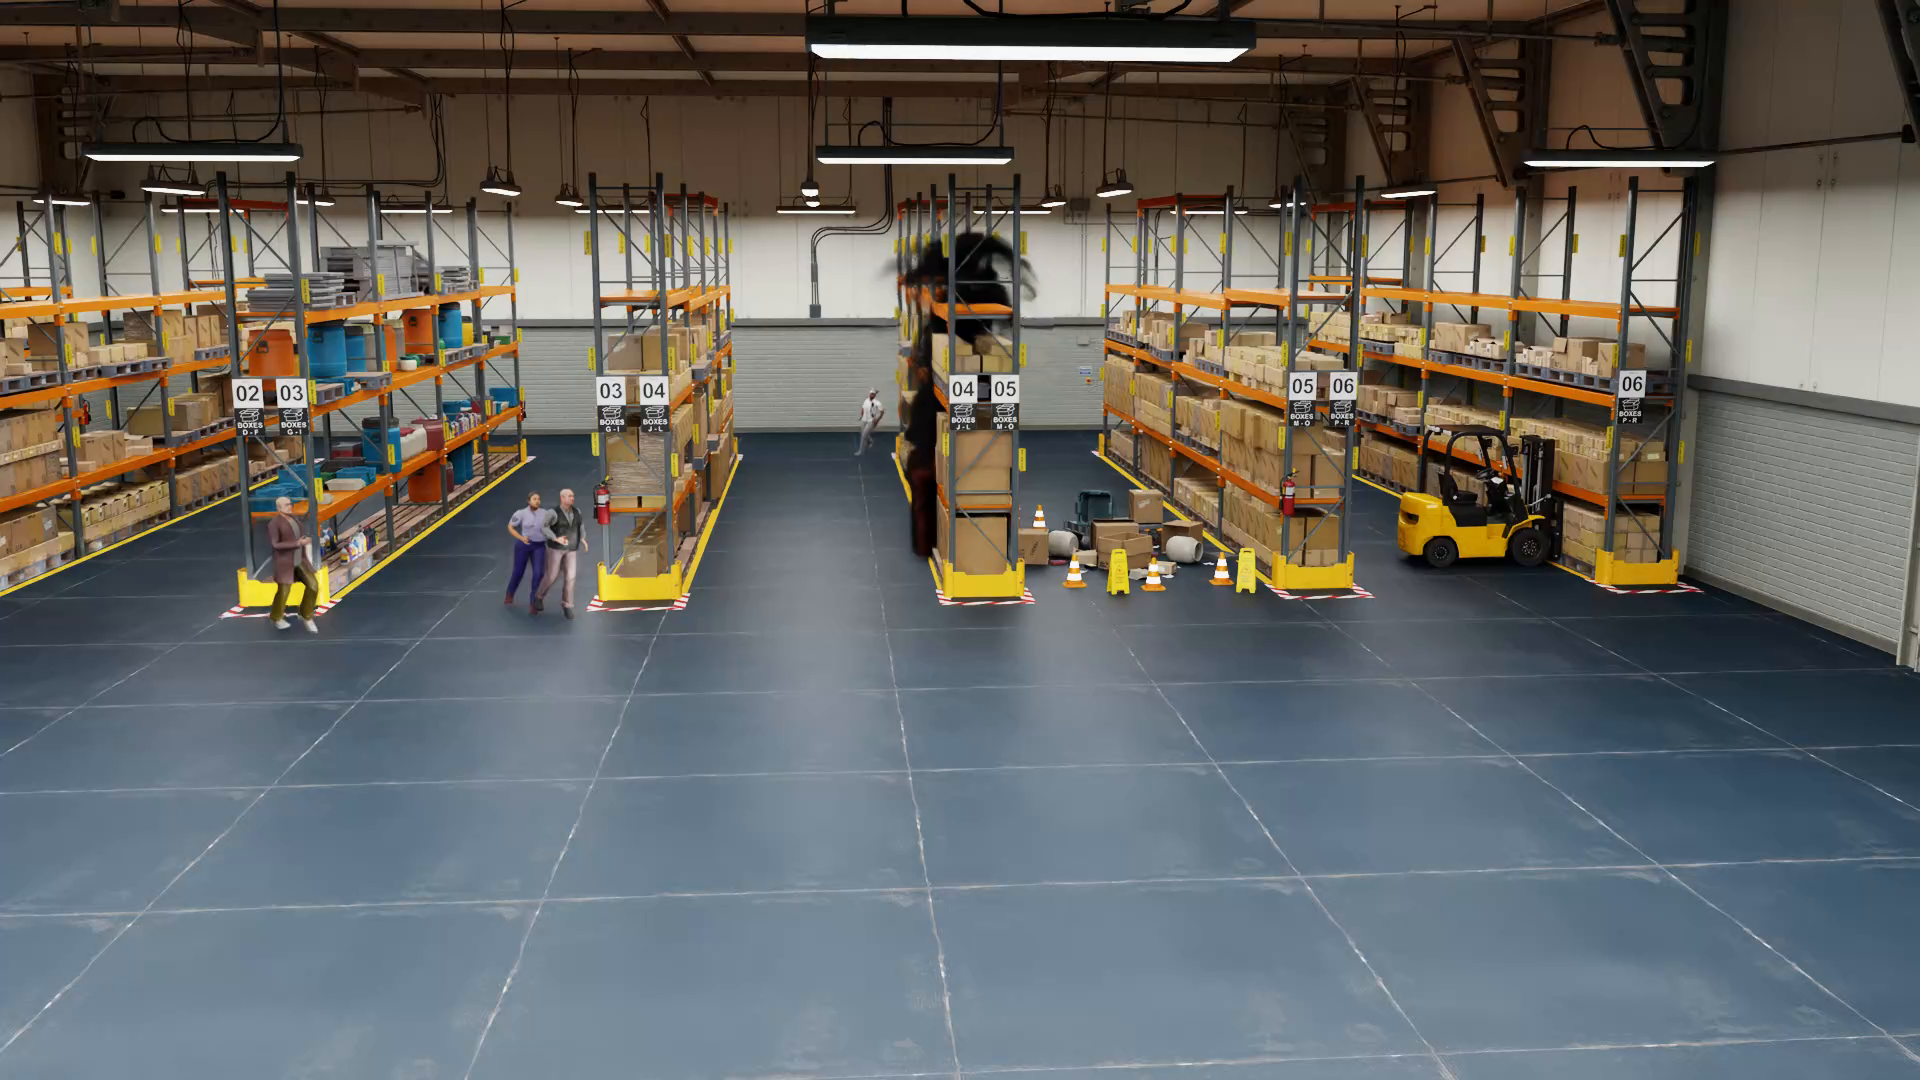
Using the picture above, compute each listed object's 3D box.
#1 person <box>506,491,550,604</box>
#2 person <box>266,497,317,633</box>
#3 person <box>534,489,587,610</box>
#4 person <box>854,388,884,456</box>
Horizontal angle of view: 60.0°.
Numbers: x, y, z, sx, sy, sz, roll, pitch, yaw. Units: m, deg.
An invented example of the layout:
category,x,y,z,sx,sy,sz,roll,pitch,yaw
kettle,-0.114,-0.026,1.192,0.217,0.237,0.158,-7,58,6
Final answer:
category,x,y,z,sx,sy,sz,roll,pitch,yaw
person,-5.977,0.086,23.207,0.660,1.539,0.712,-5,11,-28
person,-8.737,0.335,21.715,0.817,1.823,0.664,6,11,29
person,-5.446,0.113,22.868,0.716,1.643,0.719,-8,13,-39
person,-2.156,-2.864,40.199,0.632,1.638,0.753,7,12,33
